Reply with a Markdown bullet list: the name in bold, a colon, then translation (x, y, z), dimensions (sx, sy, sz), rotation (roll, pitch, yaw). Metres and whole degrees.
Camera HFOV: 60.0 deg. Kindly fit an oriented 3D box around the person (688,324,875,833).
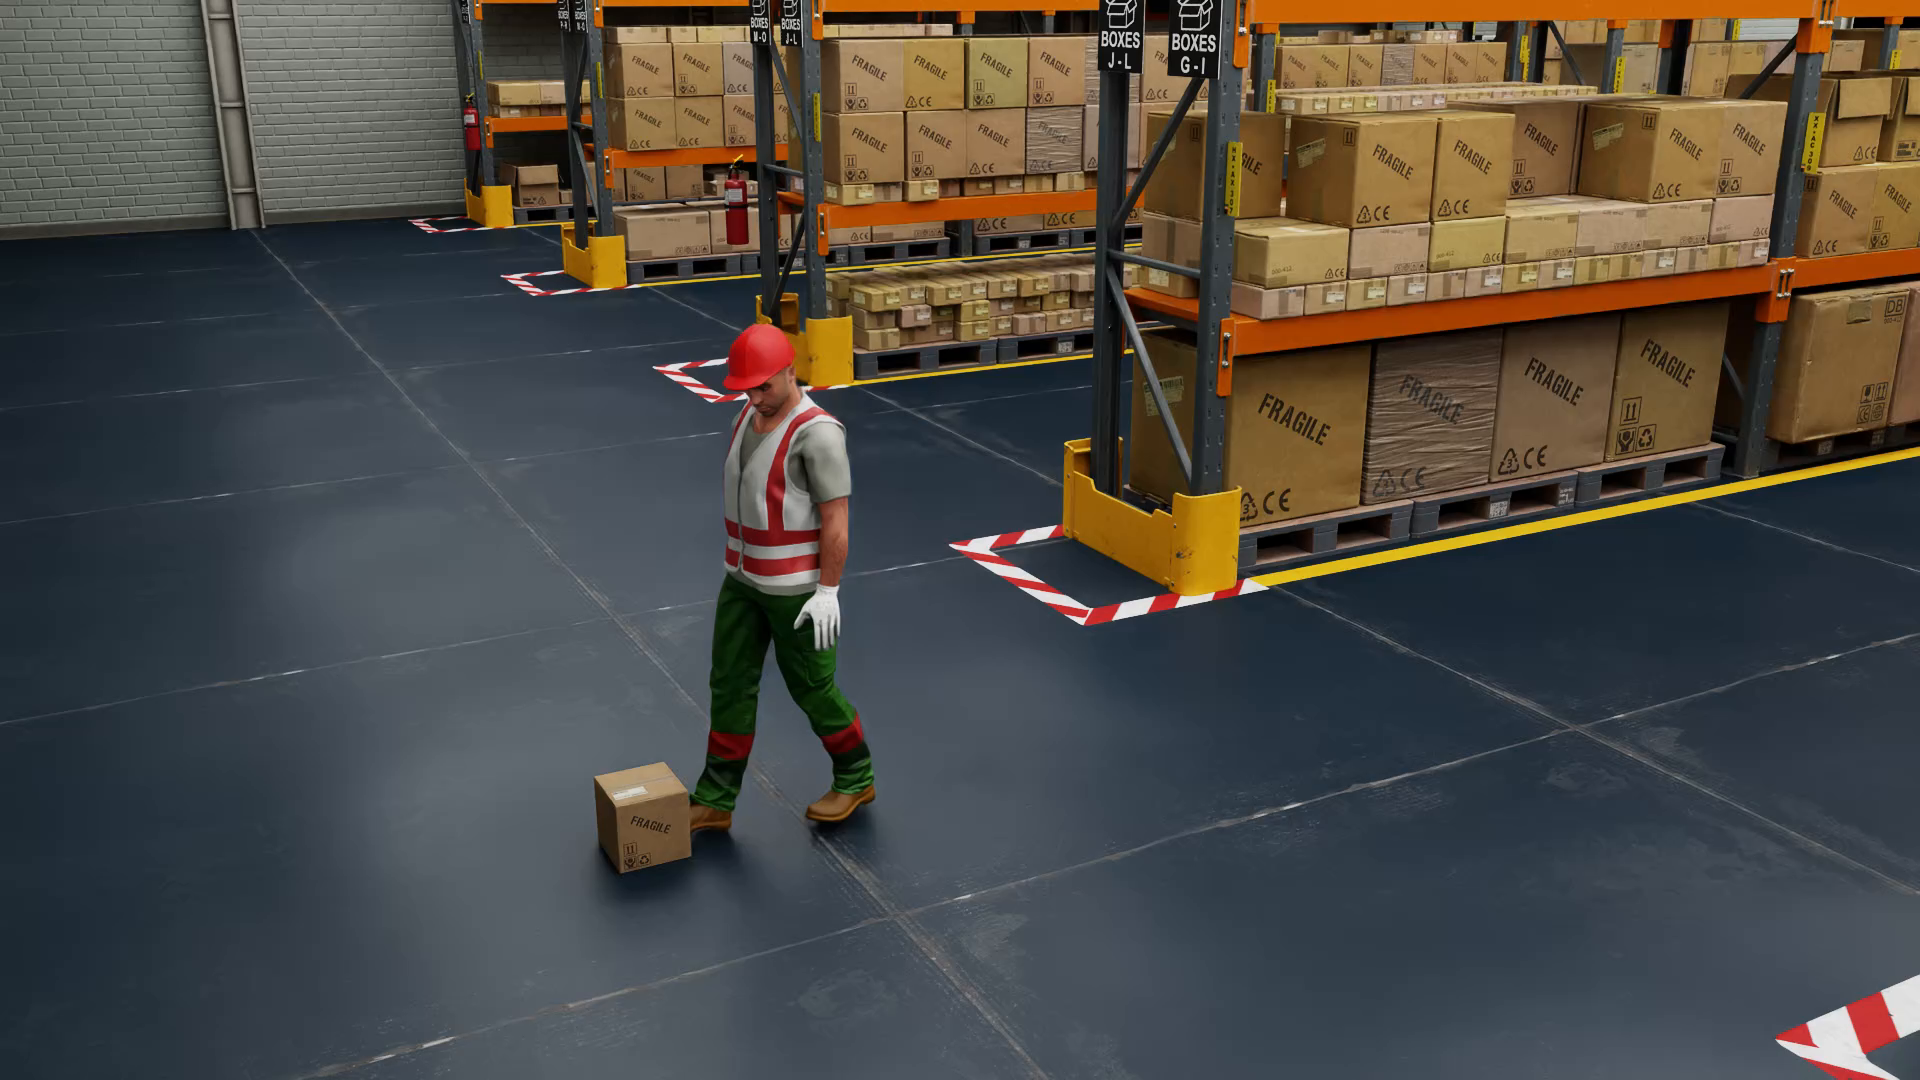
- **person**: translation (-0.666, 0.160, 5.527), dimensions (0.768, 1.763, 0.613), rotation (-15, 23, -38)
